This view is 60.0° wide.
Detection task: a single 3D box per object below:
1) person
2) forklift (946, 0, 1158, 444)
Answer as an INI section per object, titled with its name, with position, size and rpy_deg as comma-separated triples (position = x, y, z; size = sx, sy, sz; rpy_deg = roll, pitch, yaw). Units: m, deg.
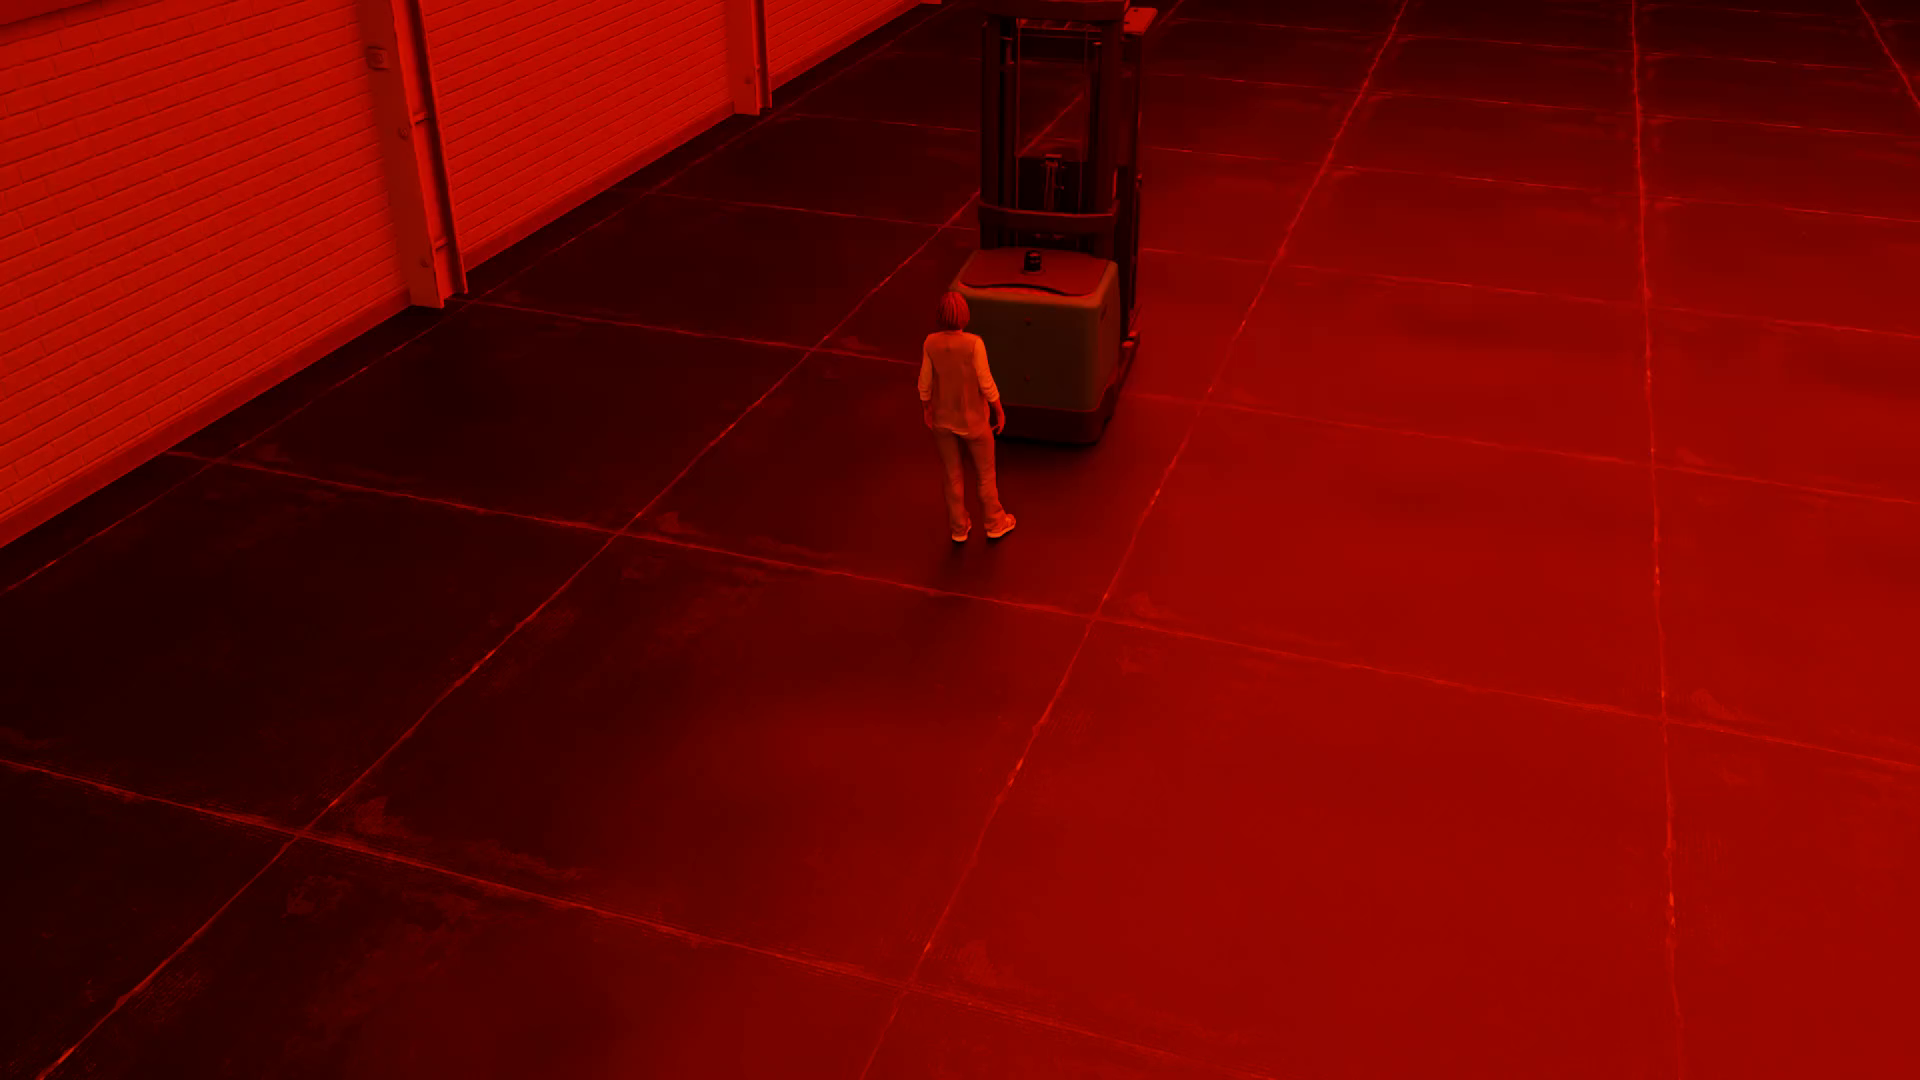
[person]
position = 0.038, -0.733, 9.754
size = 0.520, 1.599, 0.473
rpy_deg = 10, 31, 16
[forklift]
position = 0.743, -2.628, 11.746
size = 1.130, 2.935, 3.031
rpy_deg = 7, 30, 12
